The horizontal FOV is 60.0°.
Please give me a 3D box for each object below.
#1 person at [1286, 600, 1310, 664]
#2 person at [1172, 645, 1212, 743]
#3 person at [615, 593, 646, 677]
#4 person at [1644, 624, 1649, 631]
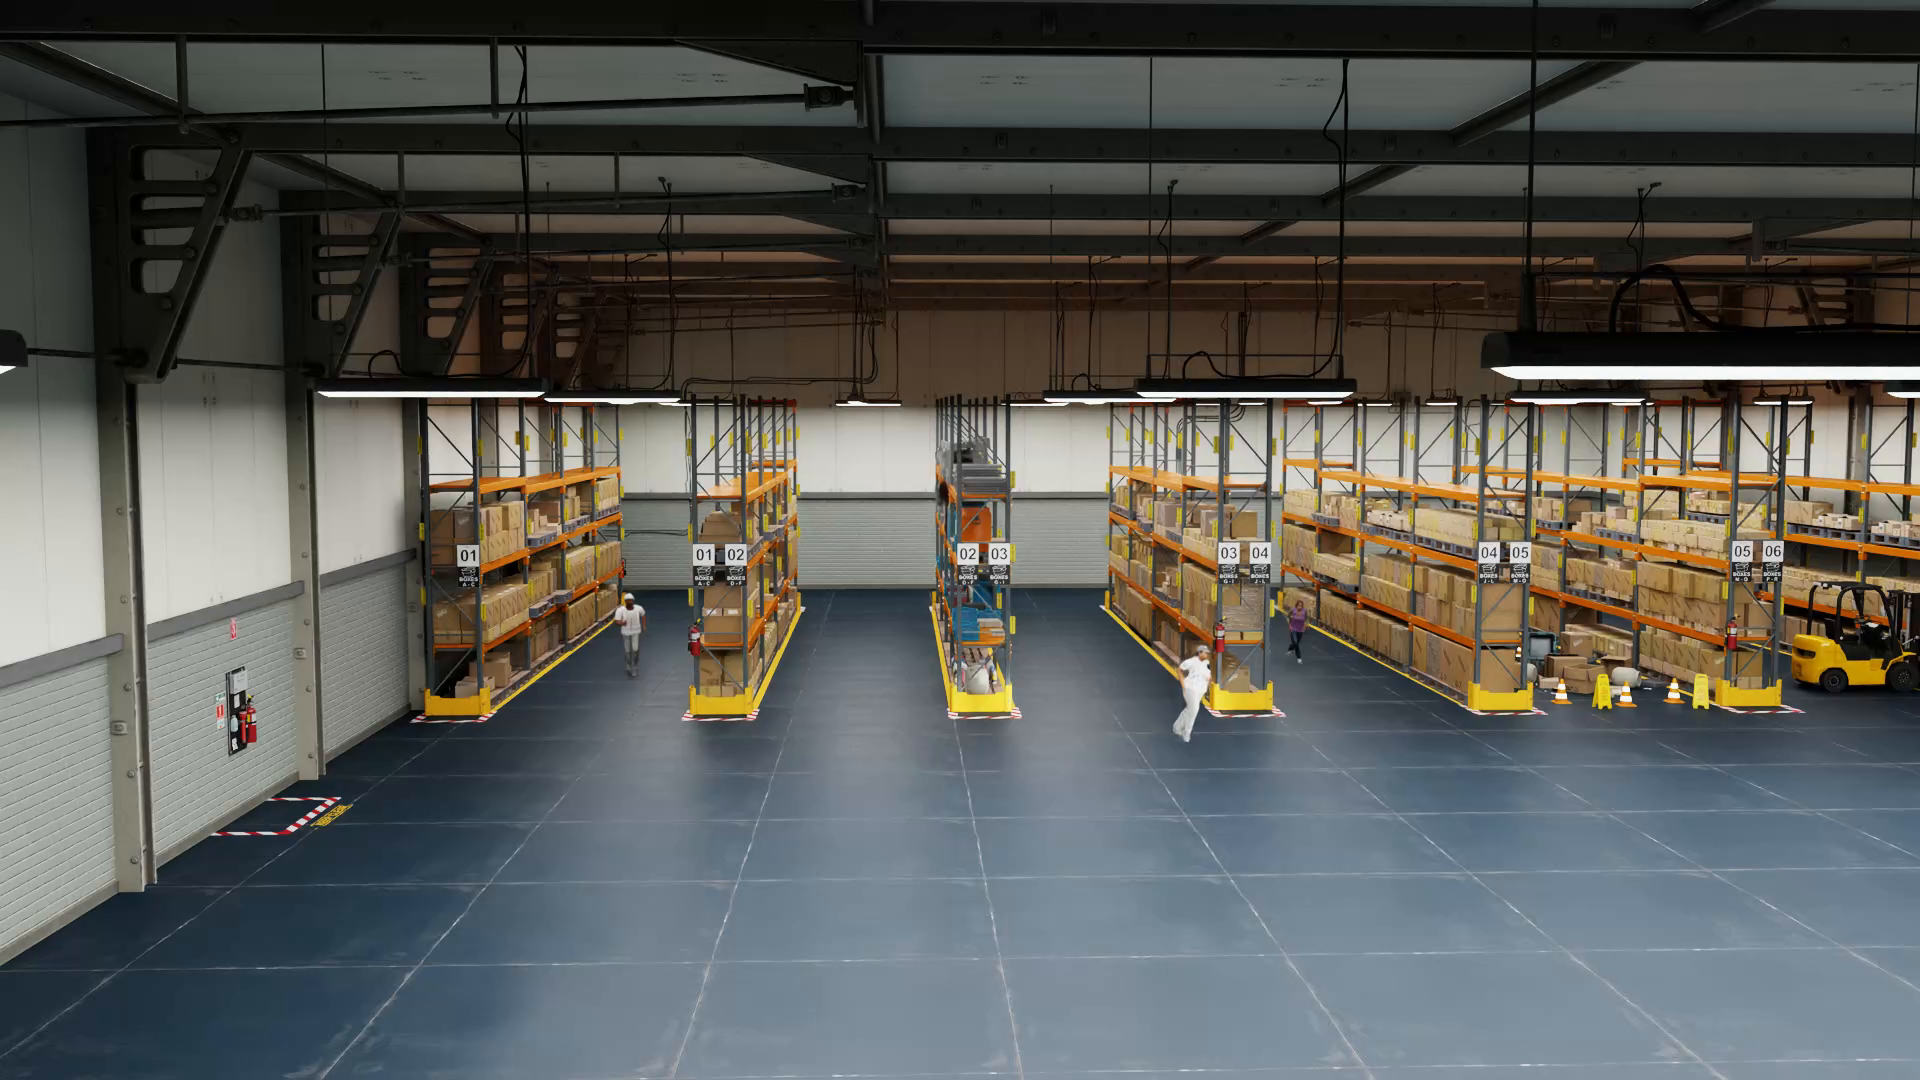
[{"bbox_3d":[7.621,2.052,37.676,0.525,1.479,0.915,0,4,-2],"label":"person"},{"bbox_3d":[3.995,2.637,28.942,0.781,1.630,0.713,-3,6,-36],"label":"person"},{"bbox_3d":[-7.070,2.040,35.670,0.648,1.811,0.833,-1,5,-8],"label":"person"},{"bbox_3d":[17.036,1.702,40.814,0.611,1.642,0.700,-1,5,-17],"label":"person"}]
